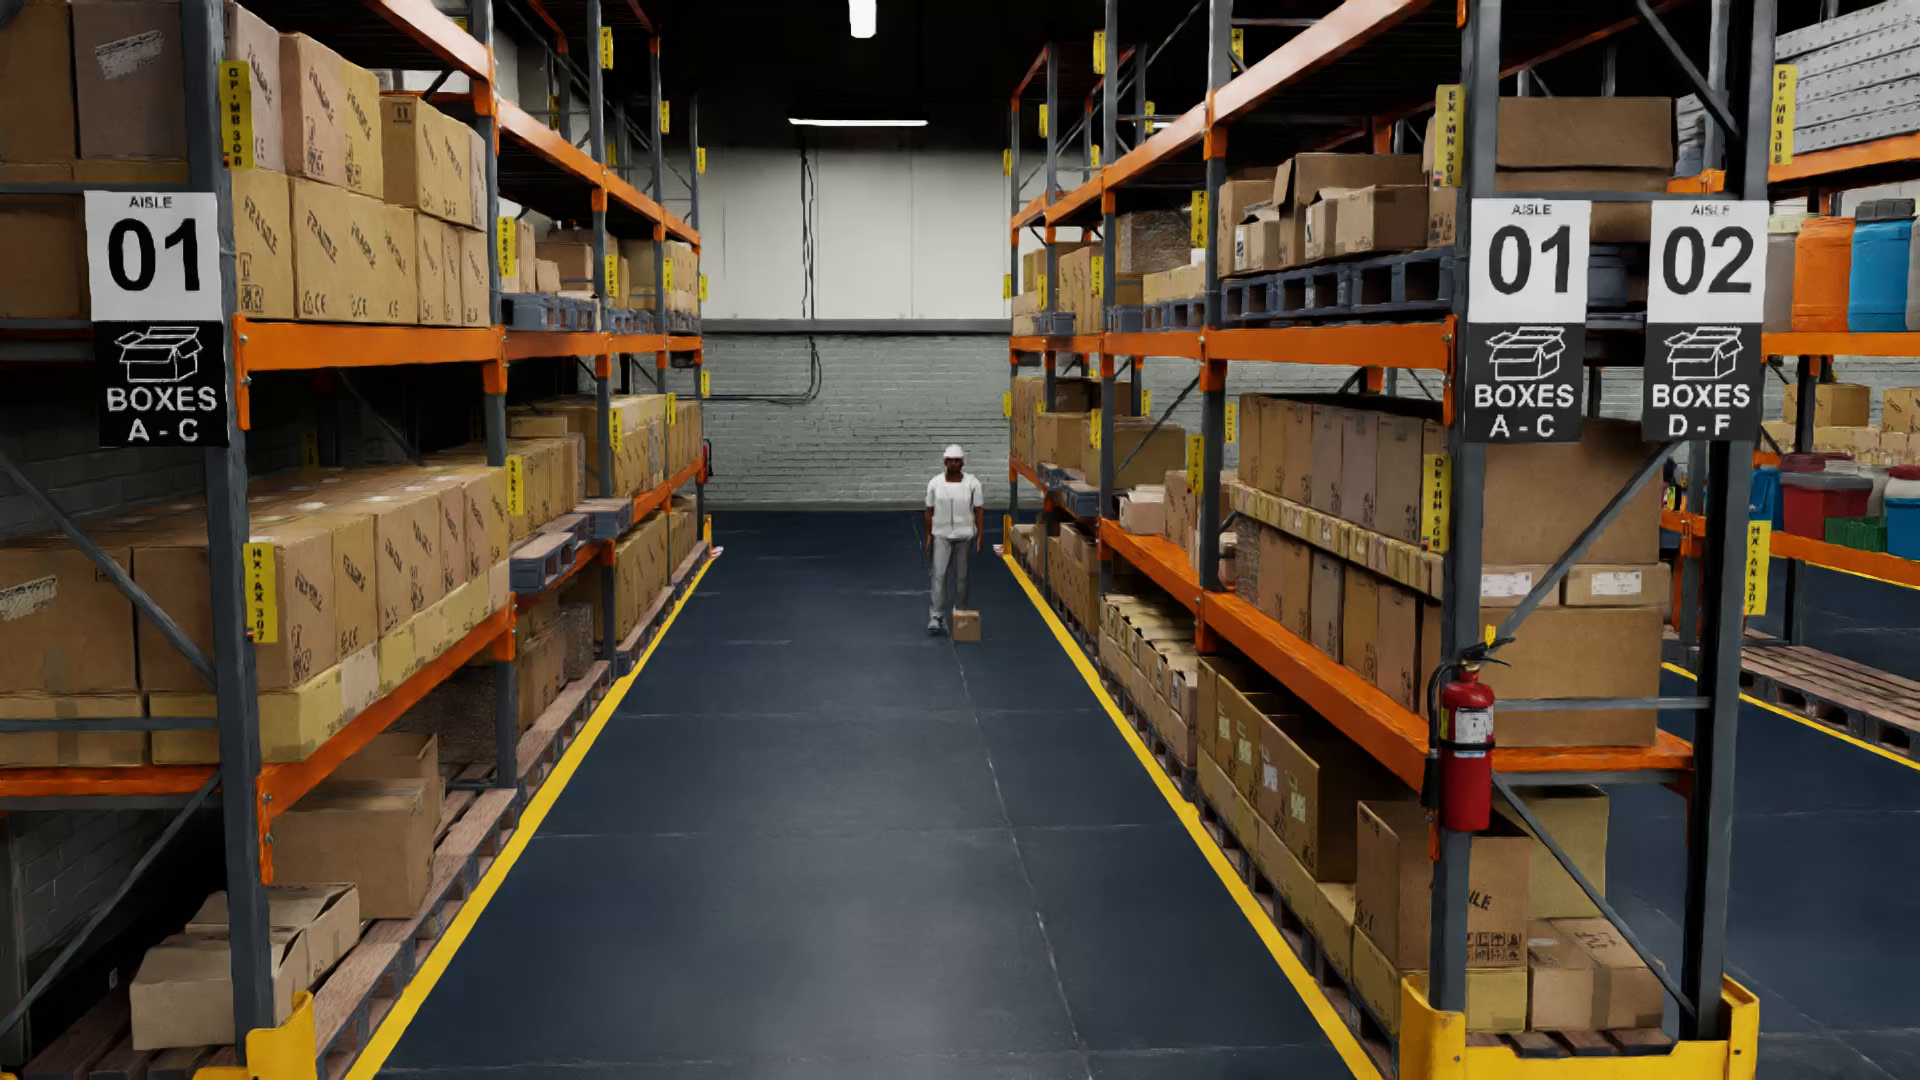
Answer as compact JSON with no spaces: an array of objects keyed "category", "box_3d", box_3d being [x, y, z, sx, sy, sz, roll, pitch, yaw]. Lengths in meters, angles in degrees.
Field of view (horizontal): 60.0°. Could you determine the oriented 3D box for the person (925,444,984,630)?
[{"category":"person","box_3d":[-0.061,-0.024,15.782,0.577,1.753,0.726,0,7,3]}]
